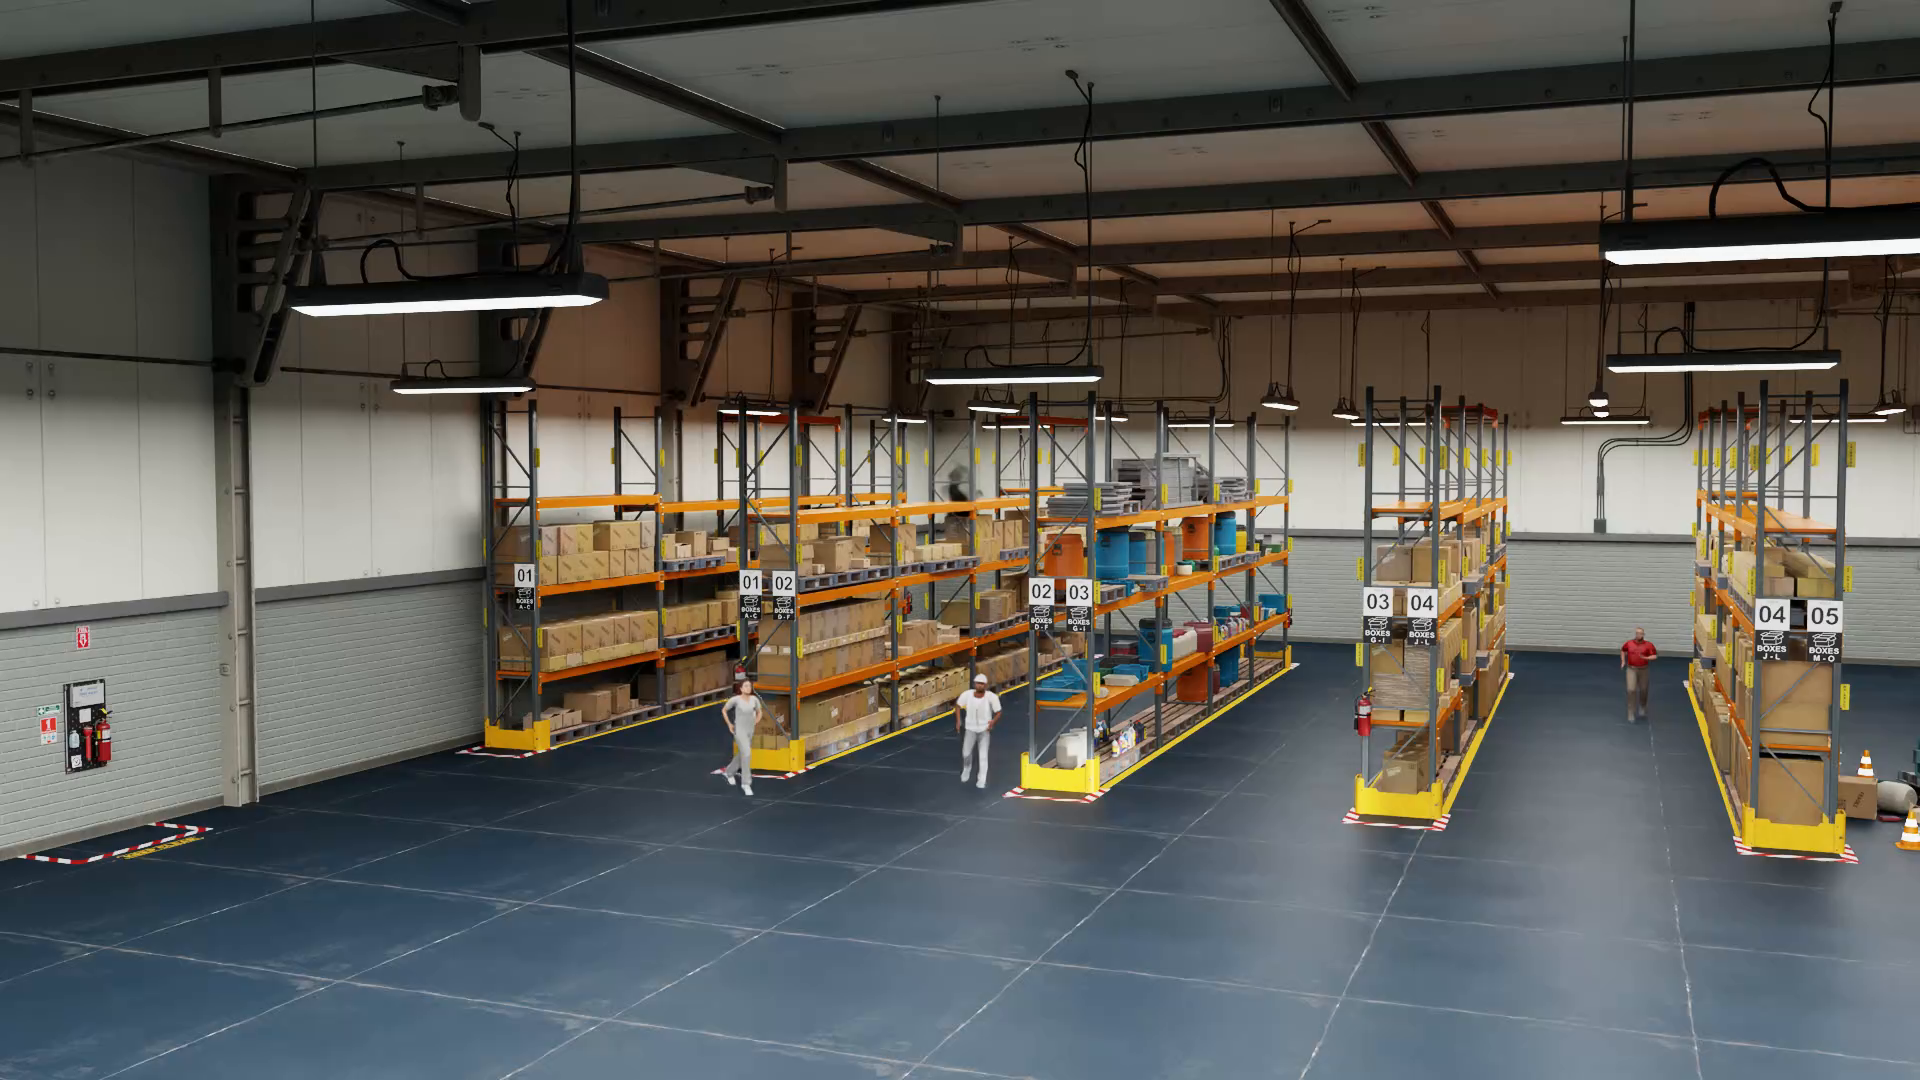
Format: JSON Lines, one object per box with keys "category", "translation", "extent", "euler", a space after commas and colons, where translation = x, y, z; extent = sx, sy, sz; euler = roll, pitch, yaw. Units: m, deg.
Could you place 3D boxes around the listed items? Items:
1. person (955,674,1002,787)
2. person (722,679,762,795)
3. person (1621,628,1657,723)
{"category": "person", "translation": [0.270, 2.900, 25.257], "extent": [0.733, 1.744, 0.571], "euler": [0, 3, 6]}
{"category": "person", "translation": [-3.254, 2.930, 25.055], "extent": [0.576, 1.707, 0.805], "euler": [-3, 4, -44]}
{"category": "person", "translation": [12.974, 2.562, 31.802], "extent": [0.649, 1.768, 0.888], "euler": [1, 3, 23]}
